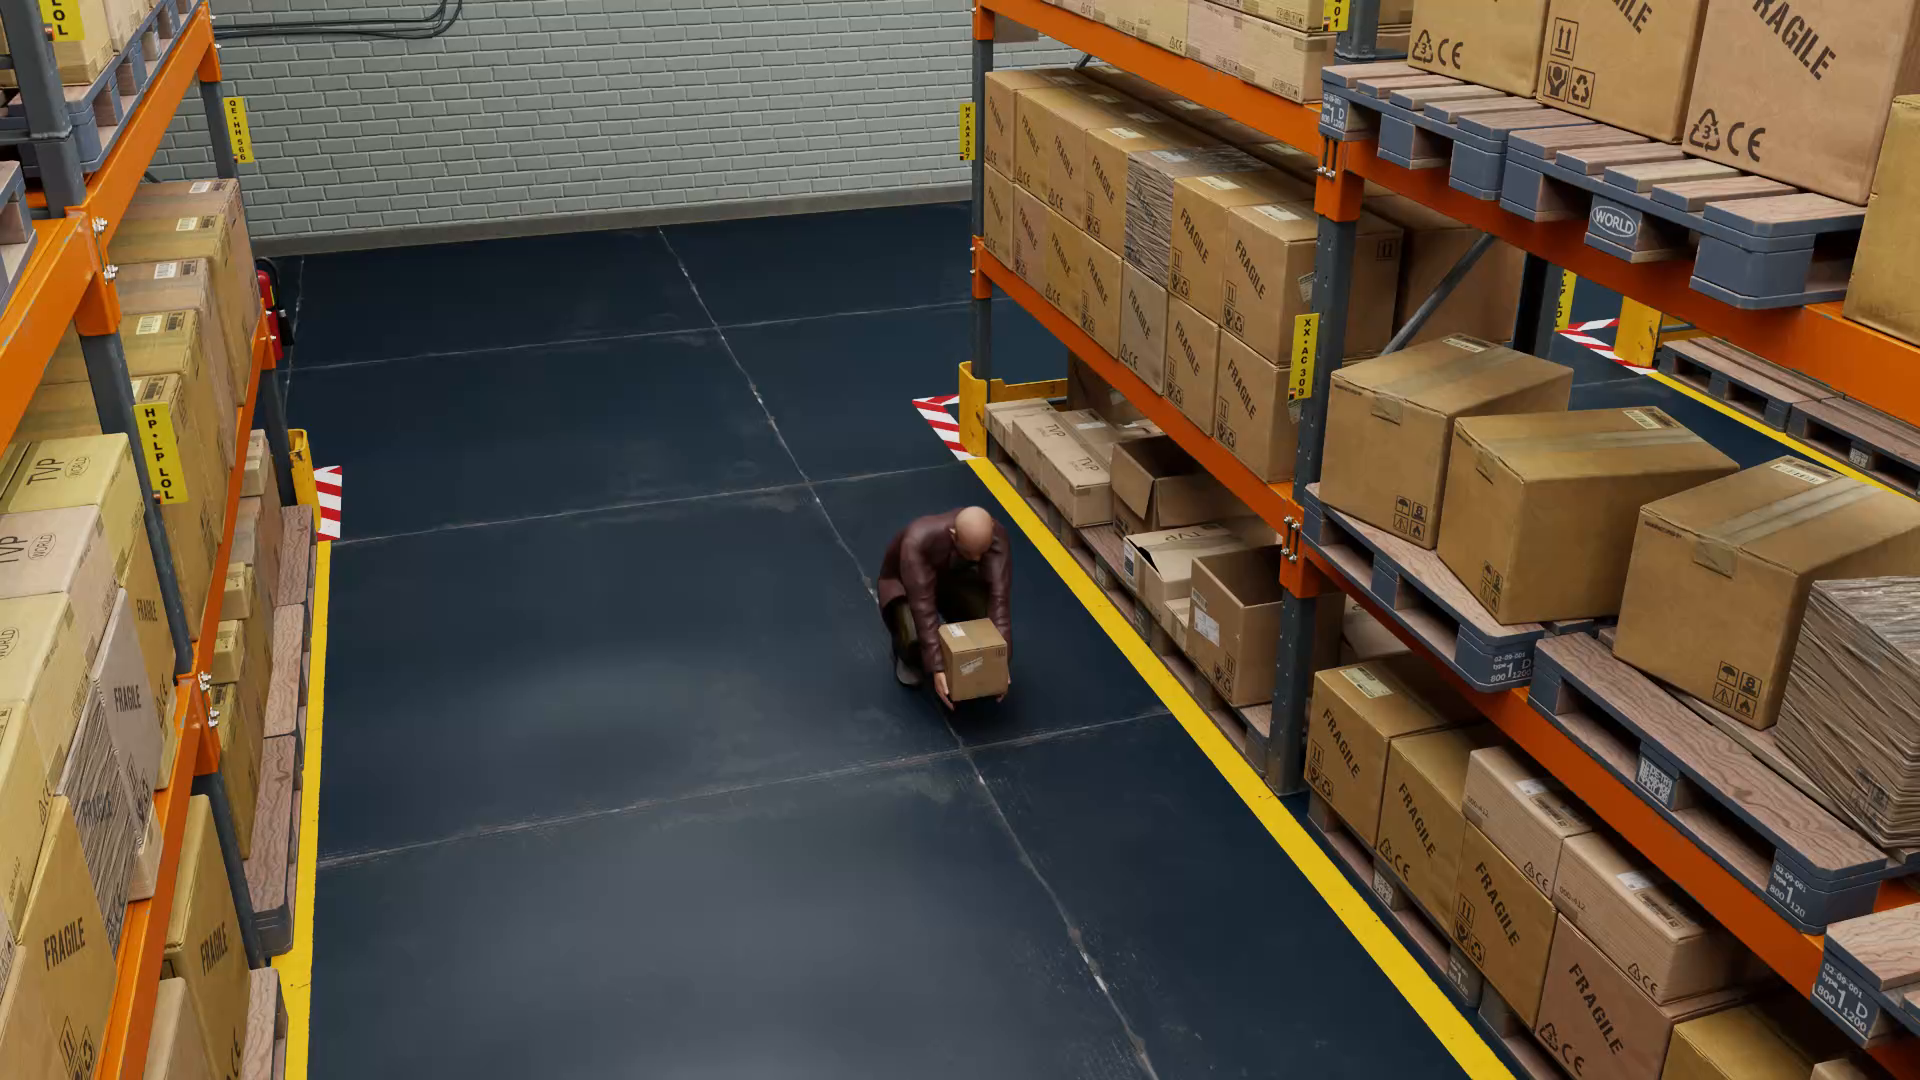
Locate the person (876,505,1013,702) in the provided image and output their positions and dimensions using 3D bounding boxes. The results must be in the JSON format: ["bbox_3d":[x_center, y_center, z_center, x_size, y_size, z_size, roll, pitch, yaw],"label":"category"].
[{"bbox_3d":[-0.065,0.224,7.566,0.580,1.000,0.935,-9,27,-17],"label":"person"}]
